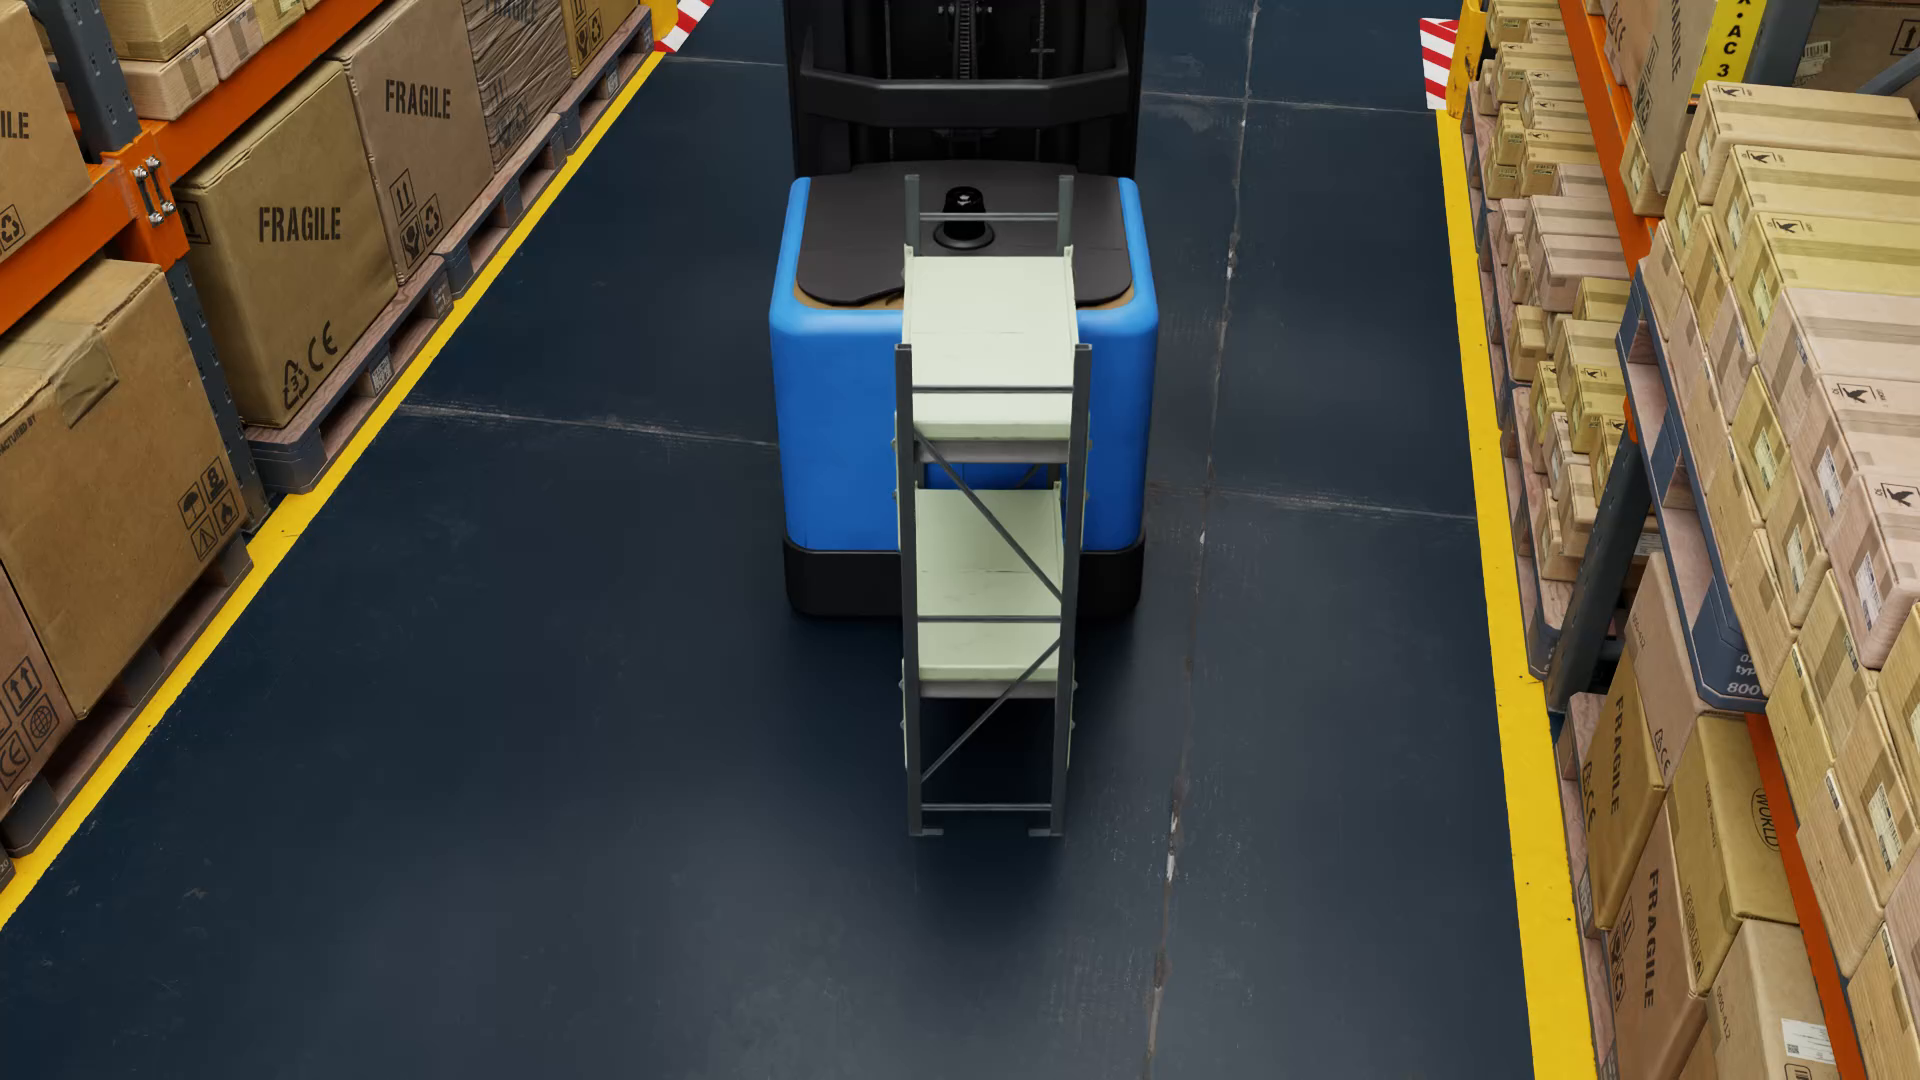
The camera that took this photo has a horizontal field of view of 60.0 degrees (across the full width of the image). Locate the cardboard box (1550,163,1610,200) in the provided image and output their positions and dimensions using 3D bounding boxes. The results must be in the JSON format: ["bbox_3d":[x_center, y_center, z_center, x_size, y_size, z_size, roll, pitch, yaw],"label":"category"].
[{"bbox_3d":[2.258,-1.166,5.747,0.380,0.149,0.250,6,40,8],"label":"cardboard box"}]

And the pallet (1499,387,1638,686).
[{"bbox_3d":[2.230,-0.002,5.087,1.003,0.211,1.213,6,40,8],"label":"pallet"}]

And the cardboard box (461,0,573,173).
[{"bbox_3d":[-2.217,-2.133,6.814,0.875,0.875,0.875,6,40,8],"label":"cardboard box"}]

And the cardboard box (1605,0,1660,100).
[{"bbox_3d":[2.045,-1.465,4.356,0.500,0.500,0.500,5,40,6],"label":"cardboard box"}]

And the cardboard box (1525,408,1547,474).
[{"bbox_3d":[1.990,-0.325,5.197,0.380,0.149,0.250,5,40,6],"label":"cardboard box"}]

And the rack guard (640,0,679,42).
[{"bbox_3d":[-2.023,-2.824,8.273,1.175,0.500,0.348,6,40,8],"label":"rack guard"}]

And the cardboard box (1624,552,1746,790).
[{"bbox_3d":[1.760,0.296,3.582,0.500,0.250,0.500,5,40,6],"label":"cardboard box"}]

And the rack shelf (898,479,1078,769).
[{"bbox_3d":[0.069,0.204,4.337,0.431,0.370,0.720,0,40,0],"label":"rack shelf"}]

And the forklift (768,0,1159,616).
[{"bbox_3d":[0.015,-1.817,5.147,1.130,2.935,3.031,0,40,0],"label":"forklift"}]

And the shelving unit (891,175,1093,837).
[{"bbox_3d":[0.069,-0.047,4.130,0.431,1.500,0.755,0,40,0],"label":"shelving unit"}]

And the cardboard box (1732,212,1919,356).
[{"bbox_3d":[1.538,-0.413,2.796,0.380,0.149,0.250,7,40,8],"label":"cardboard box"}]

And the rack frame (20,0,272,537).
[{"bbox_3d":[-2.719,-1.262,4.422,1.000,3.000,0.127,6,40,8],"label":"rack frame"}]

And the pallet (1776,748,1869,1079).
[{"bbox_3d":[1.758,0.686,2.217,1.003,0.211,1.213,6,40,8],"label":"pallet"}]

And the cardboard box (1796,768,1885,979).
[{"bbox_3d":[1.360,0.458,2.209,0.380,0.149,0.250,5,40,6],"label":"cardboard box"}]

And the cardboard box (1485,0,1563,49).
[{"bbox_3d":[2.415,-2.163,6.953,0.380,0.149,0.250,5,40,6],"label":"cardboard box"}]

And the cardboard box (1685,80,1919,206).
[{"bbox_3d":[1.627,-0.749,3.203,0.380,0.149,0.250,8,40,10],"label":"cardboard box"}]

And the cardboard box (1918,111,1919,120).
[{"bbox_3d":[2.482,-1.087,3.899,0.500,0.500,0.500,6,40,7],"label":"cardboard box"}]

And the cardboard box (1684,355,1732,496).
[{"bbox_3d":[1.538,-0.189,2.992,0.380,0.149,0.250,7,40,8],"label":"cardboard box"}]

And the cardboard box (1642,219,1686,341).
[{"bbox_3d":[1.627,-0.520,3.392,0.380,0.149,0.250,5,40,6],"label":"cardboard box"}]

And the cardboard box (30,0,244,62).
[{"bbox_3d":[-2.380,-1.584,4.697,0.500,0.250,0.500,6,40,7],"label":"cardboard box"}]

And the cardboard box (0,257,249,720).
[{"bbox_3d":[-2.810,-0.201,4.477,1.225,0.875,0.875,7,40,8],"label":"cardboard box"}]

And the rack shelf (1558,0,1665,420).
[{"bbox_3d":[2.494,-1.629,5.431,1.077,0.370,4.000,6,40,8],"label":"rack shelf"}]

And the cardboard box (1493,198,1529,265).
[{"bbox_3d":[2.202,-1.136,6.177,0.380,0.149,0.250,5,40,6],"label":"cardboard box"}]

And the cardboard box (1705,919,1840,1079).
[{"bbox_3d":[1.578,0.950,2.791,0.500,0.250,0.500,8,40,9],"label":"cardboard box"}]

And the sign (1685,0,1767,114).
[{"bbox_3d":[1.613,-1.040,3.474,0.100,0.325,0.005,6,40,8],"label":"sign"}]

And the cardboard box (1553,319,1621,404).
[{"bbox_3d":[1.995,-0.517,4.963,0.380,0.149,0.250,6,40,7],"label":"cardboard box"}]

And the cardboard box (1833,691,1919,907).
[{"bbox_3d":[1.359,0.347,2.110,0.380,0.149,0.250,6,40,7],"label":"cardboard box"}]

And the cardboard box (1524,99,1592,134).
[{"bbox_3d":[2.298,-1.495,6.145,0.380,0.149,0.250,8,40,9],"label":"cardboard box"}]

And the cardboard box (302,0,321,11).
[{"bbox_3d":[-2.206,-1.809,5.281,0.380,0.149,0.250,5,40,6],"label":"cardboard box"}]

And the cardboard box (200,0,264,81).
[{"bbox_3d":[-2.295,-1.479,4.881,0.380,0.149,0.250,5,40,6],"label":"cardboard box"}]

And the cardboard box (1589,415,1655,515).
[{"bbox_3d":[1.953,-0.196,4.573,0.380,0.149,0.250,7,40,9],"label":"cardboard box"}]

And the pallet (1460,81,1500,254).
[{"bbox_3d":[2.652,-1.533,6.939,1.003,0.211,1.213,6,40,8],"label":"pallet"}]

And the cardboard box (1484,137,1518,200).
[{"bbox_3d":[2.281,-1.453,6.561,0.380,0.149,0.250,7,40,8],"label":"cardboard box"}]

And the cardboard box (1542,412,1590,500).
[{"bbox_3d":[1.924,-0.233,4.852,0.380,0.149,0.250,5,40,6],"label":"cardboard box"}]

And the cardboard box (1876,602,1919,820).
[{"bbox_3d":[1.361,0.232,2.016,0.380,0.149,0.250,8,40,9],"label":"cardboard box"}]

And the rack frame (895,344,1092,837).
[{"bbox_3d":[0.068,0.186,3.848,0.400,1.500,0.023,0,40,0],"label":"rack frame"}]

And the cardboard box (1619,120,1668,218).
[{"bbox_3d":[1.904,-0.933,4.222,0.380,0.149,0.250,5,40,6],"label":"cardboard box"}]

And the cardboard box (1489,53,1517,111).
[{"bbox_3d":[2.394,-1.873,6.836,0.380,0.149,0.250,6,40,7],"label":"cardboard box"}]

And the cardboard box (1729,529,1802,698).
[{"bbox_3d":[1.450,0.129,2.608,0.380,0.149,0.250,5,40,6],"label":"cardboard box"}]

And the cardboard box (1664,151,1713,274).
[{"bbox_3d":[1.627,-0.634,3.297,0.380,0.149,0.250,7,40,8],"label":"cardboard box"}]

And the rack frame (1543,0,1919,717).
[{"bbox_3d":[2.148,-0.651,3.684,1.000,3.000,0.127,6,40,8],"label":"rack frame"}]

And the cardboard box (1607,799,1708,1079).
[{"bbox_3d":[1.669,0.917,3.419,0.500,0.500,0.500,8,40,10],"label":"cardboard box"}]

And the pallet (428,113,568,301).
[{"bbox_3d":[-2.302,-1.423,6.806,1.003,0.211,1.213,6,40,8],"label":"pallet"}]

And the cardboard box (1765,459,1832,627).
[{"bbox_3d":[1.451,0.023,2.502,0.380,0.149,0.250,8,40,9],"label":"cardboard box"}]

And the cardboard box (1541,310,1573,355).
[{"bbox_3d":[2.118,-0.712,5.431,0.380,0.149,0.250,7,40,9],"label":"cardboard box"}]

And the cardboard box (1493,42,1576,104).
[{"bbox_3d":[2.316,-1.832,6.553,0.380,0.149,0.250,6,40,8],"label":"cardboard box"}]

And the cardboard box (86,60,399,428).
[{"bbox_3d":[-2.526,-1.010,5.455,0.875,0.875,0.875,6,40,8],"label":"cardboard box"}]

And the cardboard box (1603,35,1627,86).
[{"bbox_3d":[2.096,-1.427,4.819,0.380,0.149,0.250,5,40,6],"label":"cardboard box"}]

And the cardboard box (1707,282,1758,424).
[{"bbox_3d":[1.540,-0.310,2.904,0.380,0.149,0.250,7,40,9],"label":"cardboard box"}]

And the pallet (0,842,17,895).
[{"bbox_3d":[-2.987,1.074,3.786,1.003,0.211,1.213,6,40,8],"label":"pallet"}]

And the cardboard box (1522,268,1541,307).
[{"bbox_3d":[2.171,-0.804,5.776,0.380,0.149,0.250,7,40,9],"label":"cardboard box"}]

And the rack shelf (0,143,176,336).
[{"bbox_3d":[-3.065,0.271,3.133,1.077,0.370,4.000,6,40,8],"label":"rack shelf"}]

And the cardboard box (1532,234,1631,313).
[{"bbox_3d":[2.072,-0.852,5.367,0.380,0.149,0.250,5,40,6],"label":"cardboard box"}]

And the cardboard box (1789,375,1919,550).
[{"bbox_3d":[1.449,-0.096,2.412,0.380,0.149,0.250,6,40,7],"label":"cardboard box"}]
